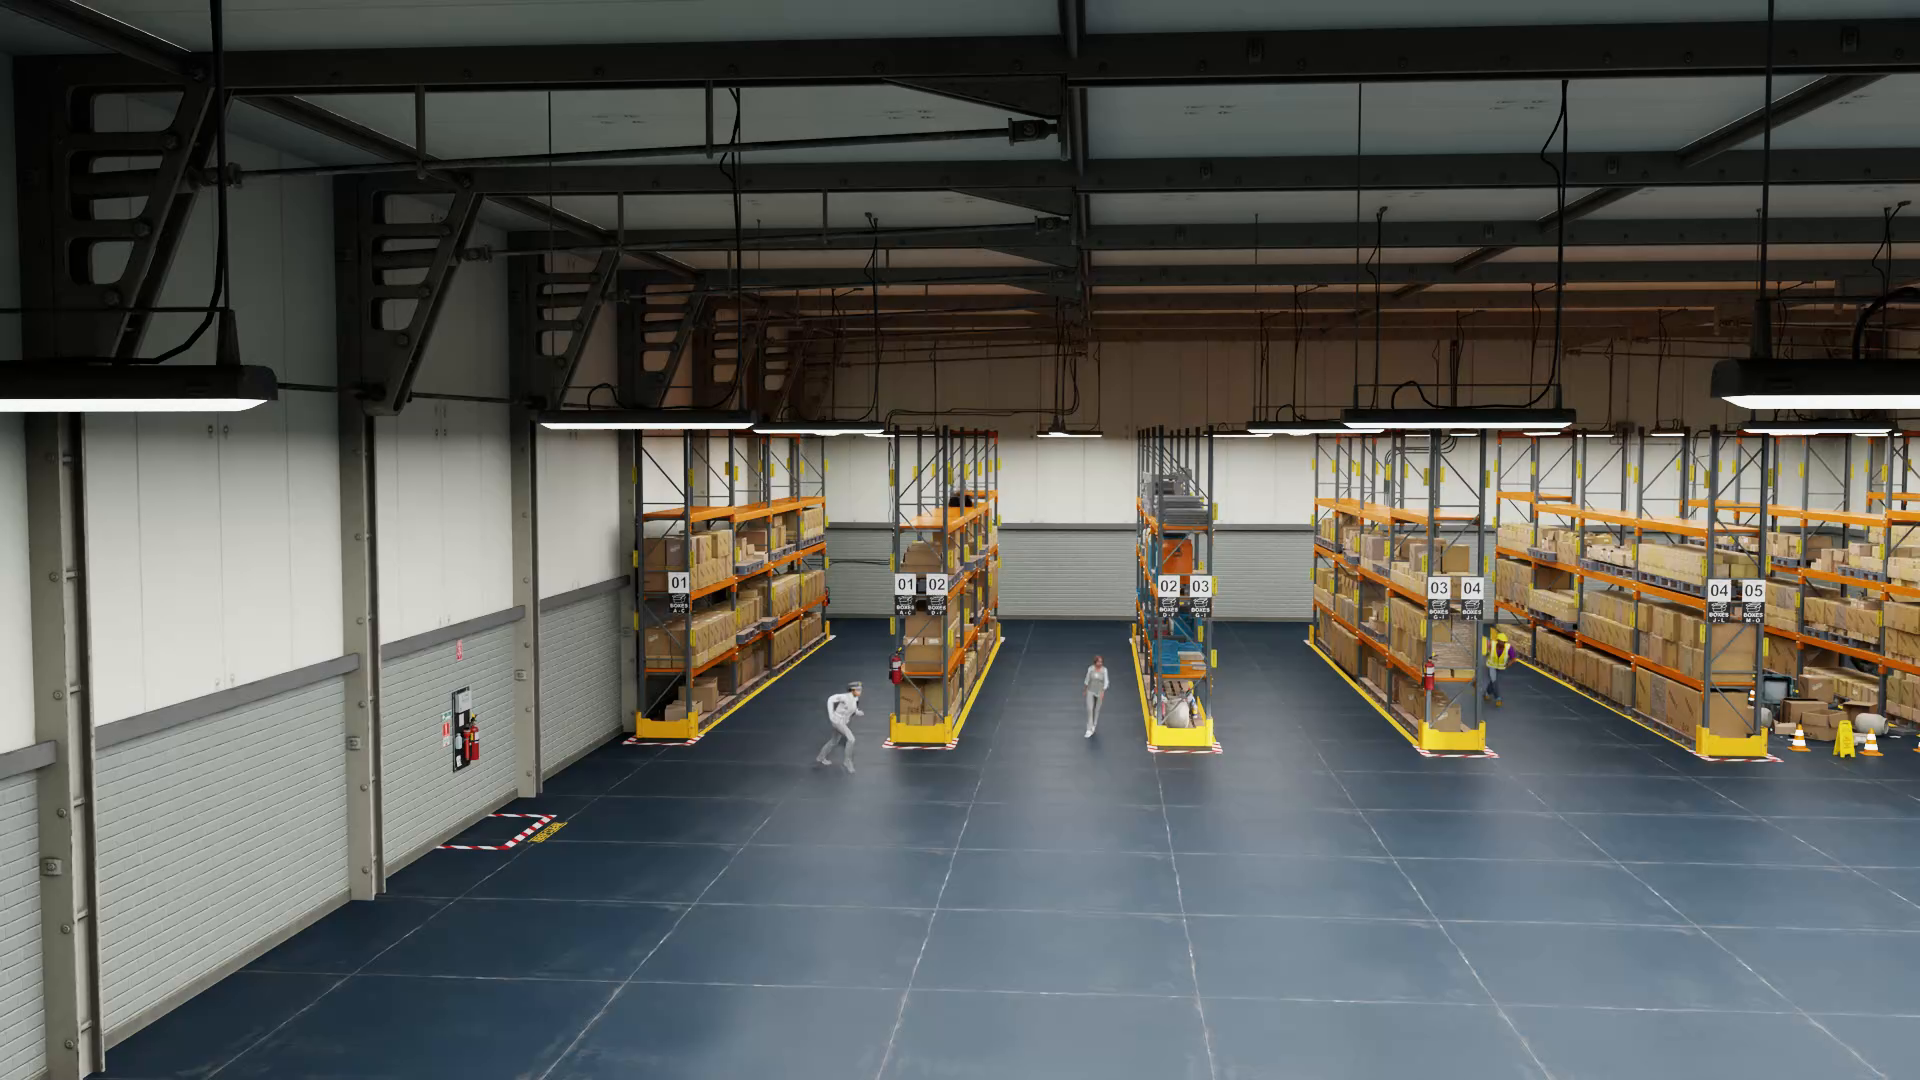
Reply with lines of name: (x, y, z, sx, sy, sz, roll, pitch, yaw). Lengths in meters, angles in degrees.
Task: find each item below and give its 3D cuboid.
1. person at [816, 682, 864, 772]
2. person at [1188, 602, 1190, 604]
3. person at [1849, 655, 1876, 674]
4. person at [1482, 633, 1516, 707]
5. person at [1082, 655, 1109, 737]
person: (-2.110, 3.241, 28.797, 0.943, 1.600, 0.657, 2, 4, 28)
person: (6.693, 2.047, 47.794, 0.580, 1.622, 0.829, -1, 4, -15)
person: (21.947, 2.508, 40.479, 0.736, 1.587, 0.910, -1, 4, -19)
person: (11.546, 2.750, 35.828, 0.714, 1.595, 1.079, 0, 3, 4)
person: (2.614, 2.976, 32.036, 0.495, 1.539, 0.904, 0, 3, 1)
